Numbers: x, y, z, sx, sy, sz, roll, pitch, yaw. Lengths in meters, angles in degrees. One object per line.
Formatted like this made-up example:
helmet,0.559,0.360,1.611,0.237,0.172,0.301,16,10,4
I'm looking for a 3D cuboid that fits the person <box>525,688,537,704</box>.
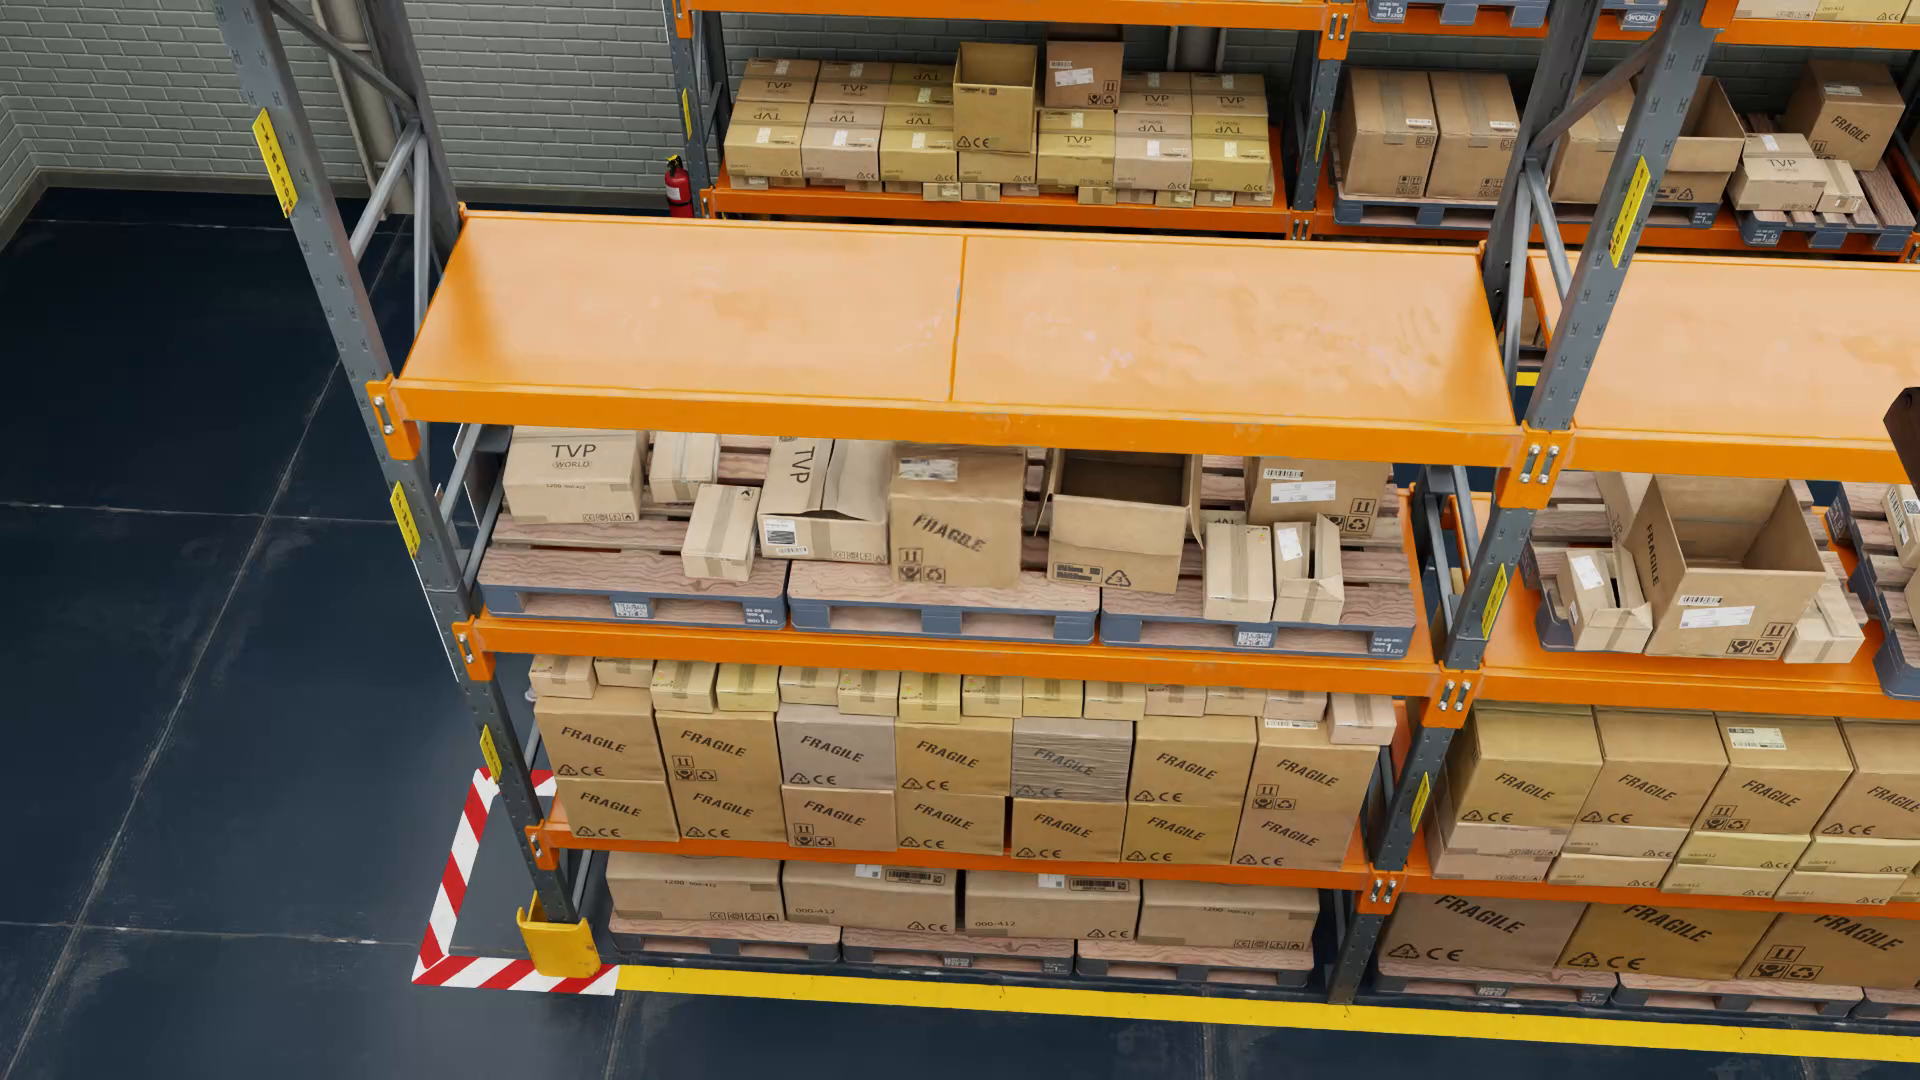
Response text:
person,-2.218,0.115,9.502,0.517,1.675,1.136,29,54,24
